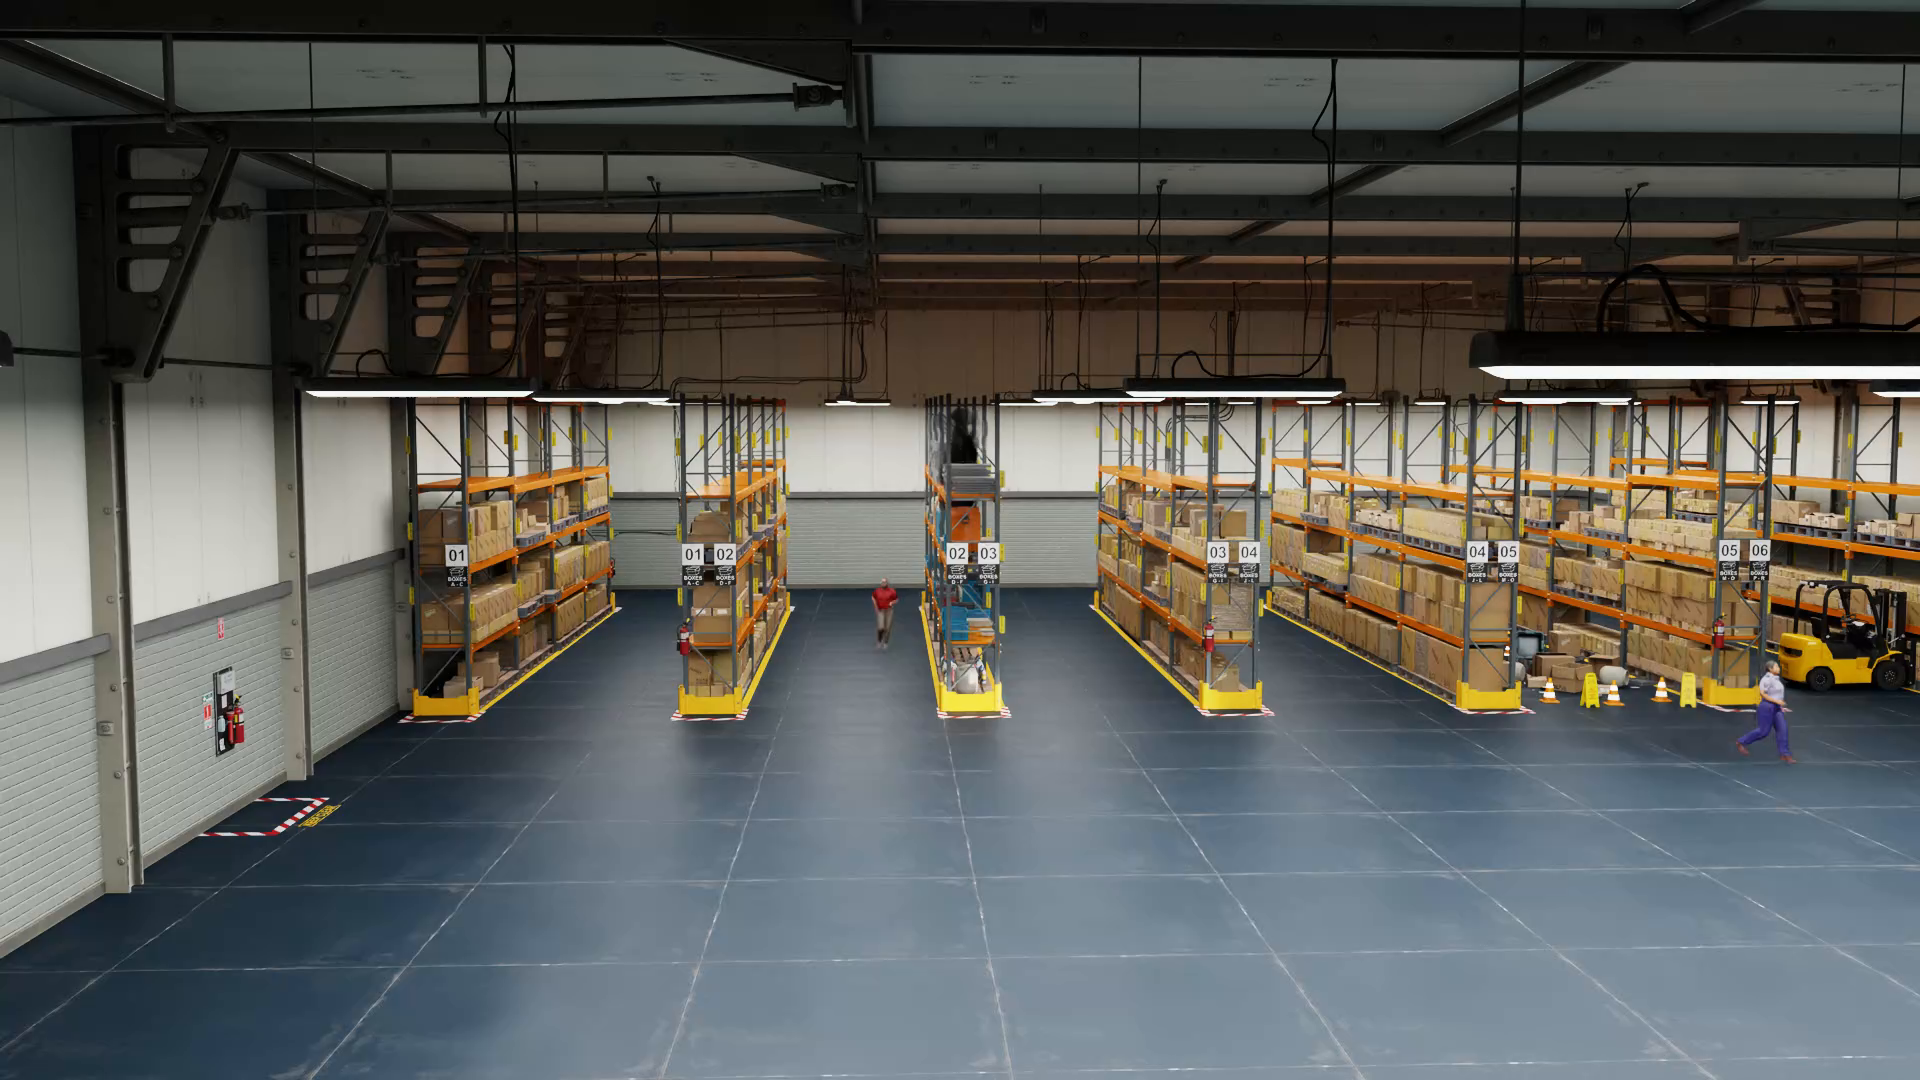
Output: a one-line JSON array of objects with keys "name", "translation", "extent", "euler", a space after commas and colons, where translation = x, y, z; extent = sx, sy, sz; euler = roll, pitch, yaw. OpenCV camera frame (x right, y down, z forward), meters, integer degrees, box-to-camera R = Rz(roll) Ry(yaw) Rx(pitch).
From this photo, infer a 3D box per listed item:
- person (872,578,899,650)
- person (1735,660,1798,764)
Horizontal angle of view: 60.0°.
[{"name": "person", "translation": [-1.772, 1.770, 39.414], "extent": [0.633, 1.741, 0.683], "euler": [0, 5, -2]}, {"name": "person", "translation": [13.169, 2.770, 27.027], "extent": [0.959, 1.640, 0.643], "euler": [4, 6, 45]}]
